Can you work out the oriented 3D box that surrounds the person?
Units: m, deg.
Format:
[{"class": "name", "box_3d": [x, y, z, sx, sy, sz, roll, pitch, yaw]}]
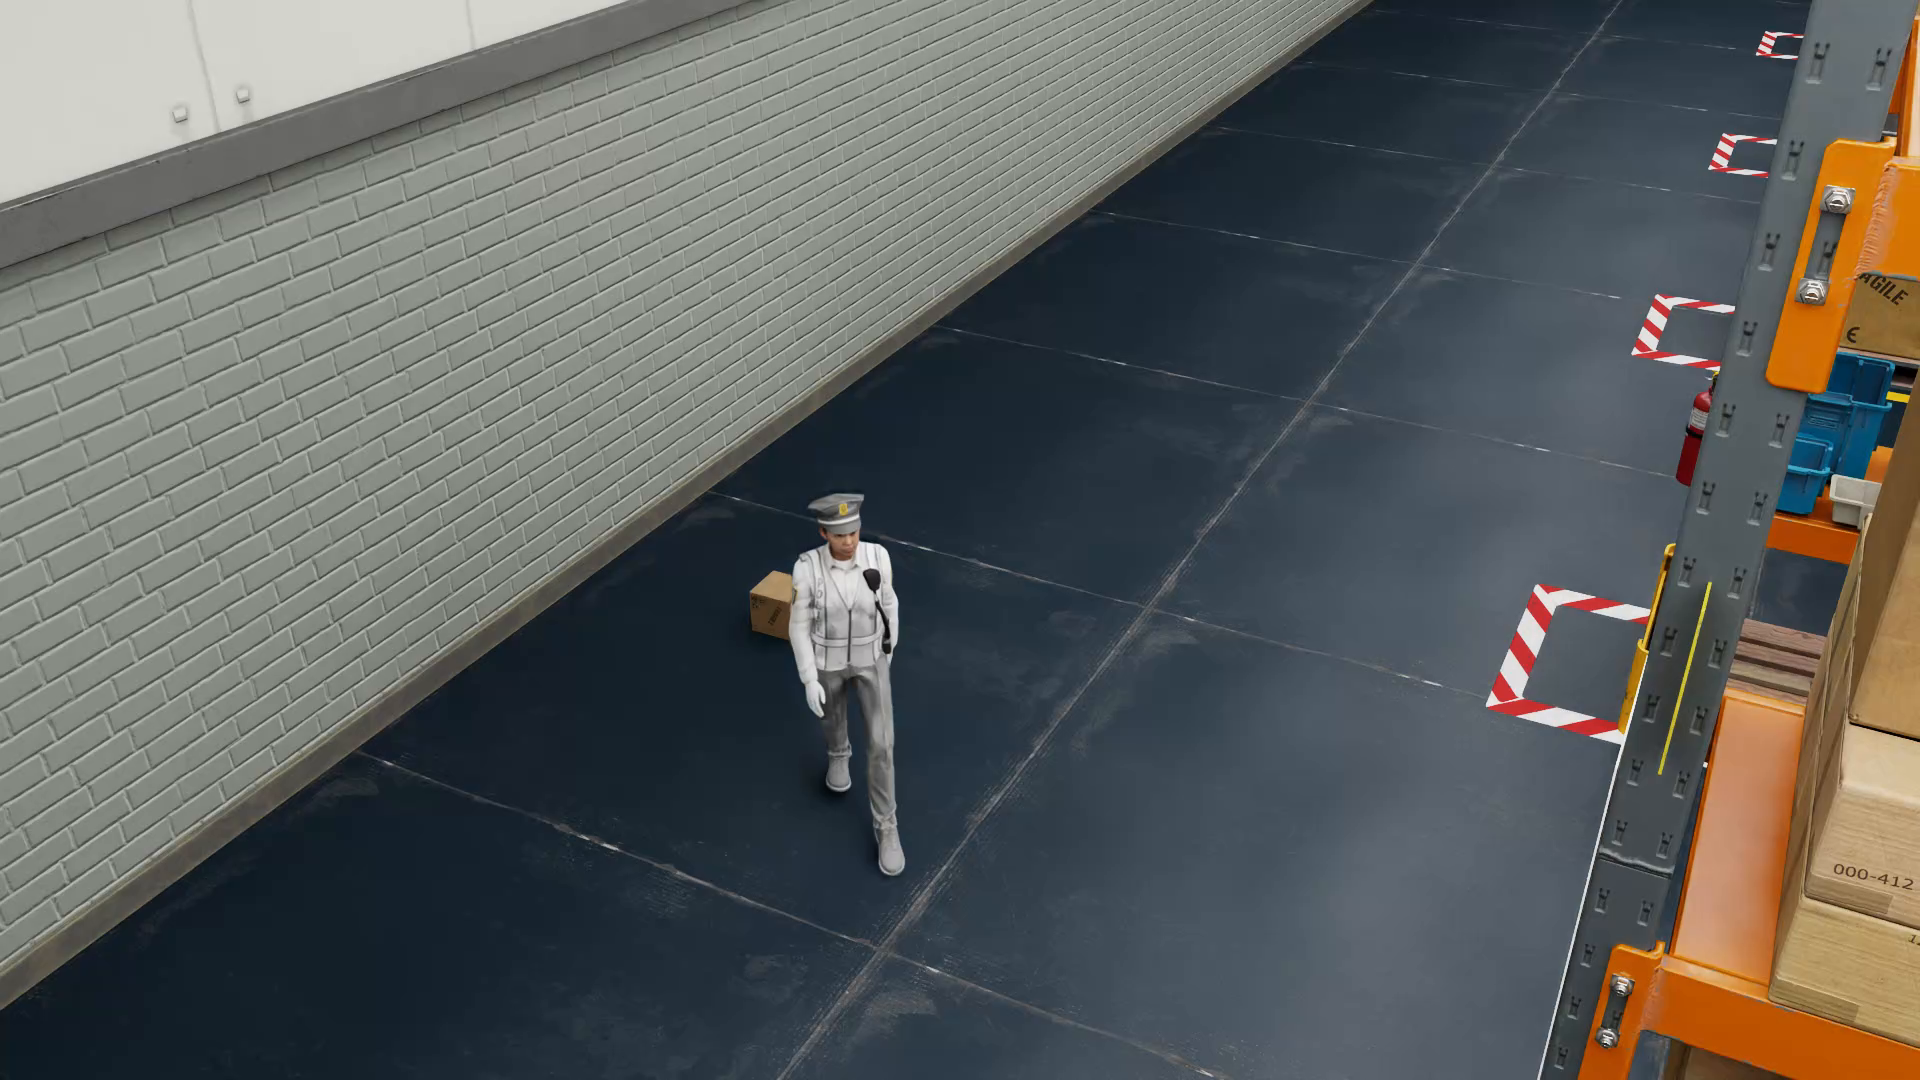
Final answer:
[{"class": "person", "box_3d": [-0.487, 0.566, 7.278, 0.501, 1.679, 0.862, -6, 31, -9]}]
